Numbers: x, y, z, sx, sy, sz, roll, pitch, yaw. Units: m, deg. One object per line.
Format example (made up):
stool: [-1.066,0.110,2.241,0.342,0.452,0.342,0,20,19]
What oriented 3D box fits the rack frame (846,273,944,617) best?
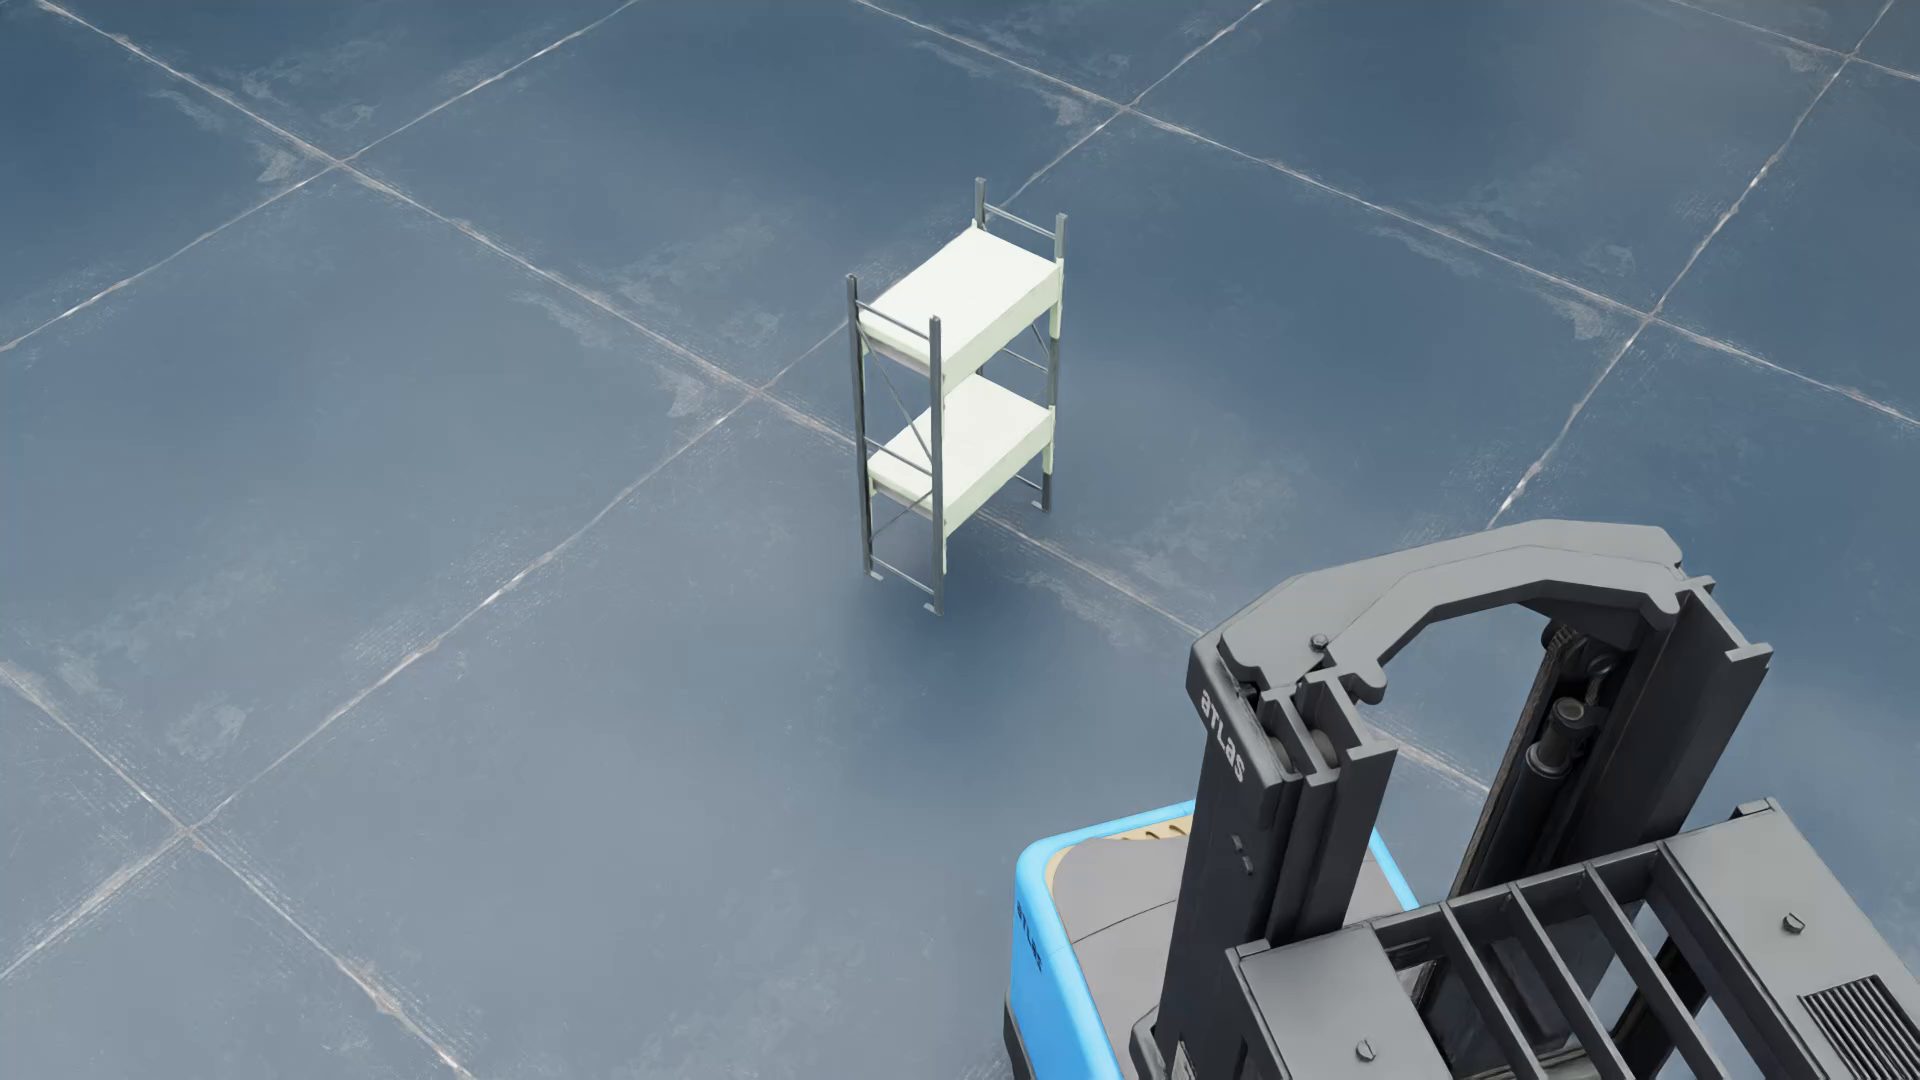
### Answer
rack frame: [-0.228,-0.305,6.169,0.400,1.500,0.023,29,53,25]

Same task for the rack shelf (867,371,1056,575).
rack shelf: [-0.004,-0.289,6.604,0.431,0.370,0.720,29,53,25]

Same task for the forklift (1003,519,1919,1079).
forklift: [1.054,1.500,3.455,1.130,2.935,3.031,-12,48,-12]

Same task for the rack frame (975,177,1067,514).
rack frame: [0.220,-0.724,6.569,0.400,1.500,0.023,29,53,25]

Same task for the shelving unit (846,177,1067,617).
shelving unit: [-0.004,-0.514,6.369,0.431,1.500,0.755,29,53,25]

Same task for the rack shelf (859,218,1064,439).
rack shelf: [-0.004,-0.784,6.087,0.431,0.370,0.720,29,53,25]
